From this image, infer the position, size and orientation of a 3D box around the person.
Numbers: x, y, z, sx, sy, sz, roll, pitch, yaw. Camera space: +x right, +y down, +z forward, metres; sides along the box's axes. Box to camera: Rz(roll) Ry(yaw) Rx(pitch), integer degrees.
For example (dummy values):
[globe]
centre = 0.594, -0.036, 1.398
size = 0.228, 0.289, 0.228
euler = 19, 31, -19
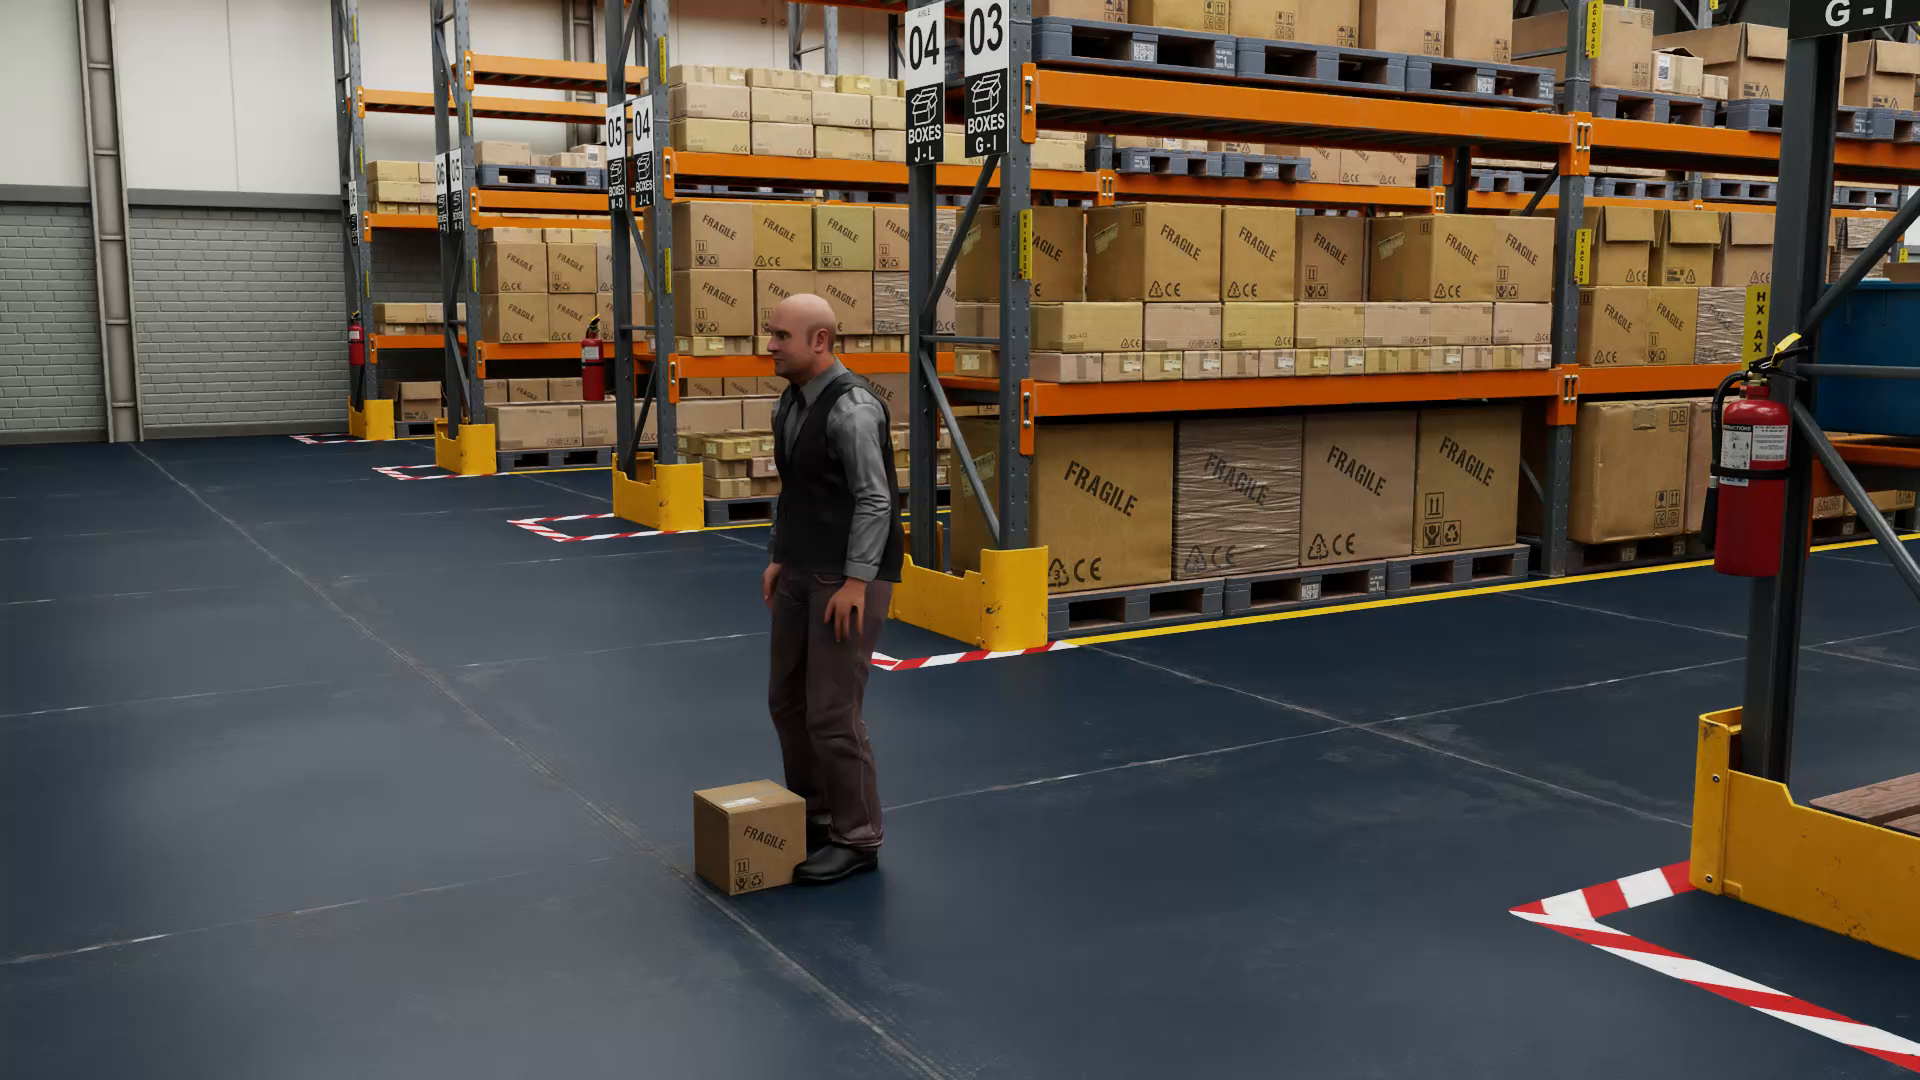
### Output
[person]
centre = -0.391, 0.130, 4.991
size = 0.414, 1.721, 0.580
euler = -5, 9, -31
